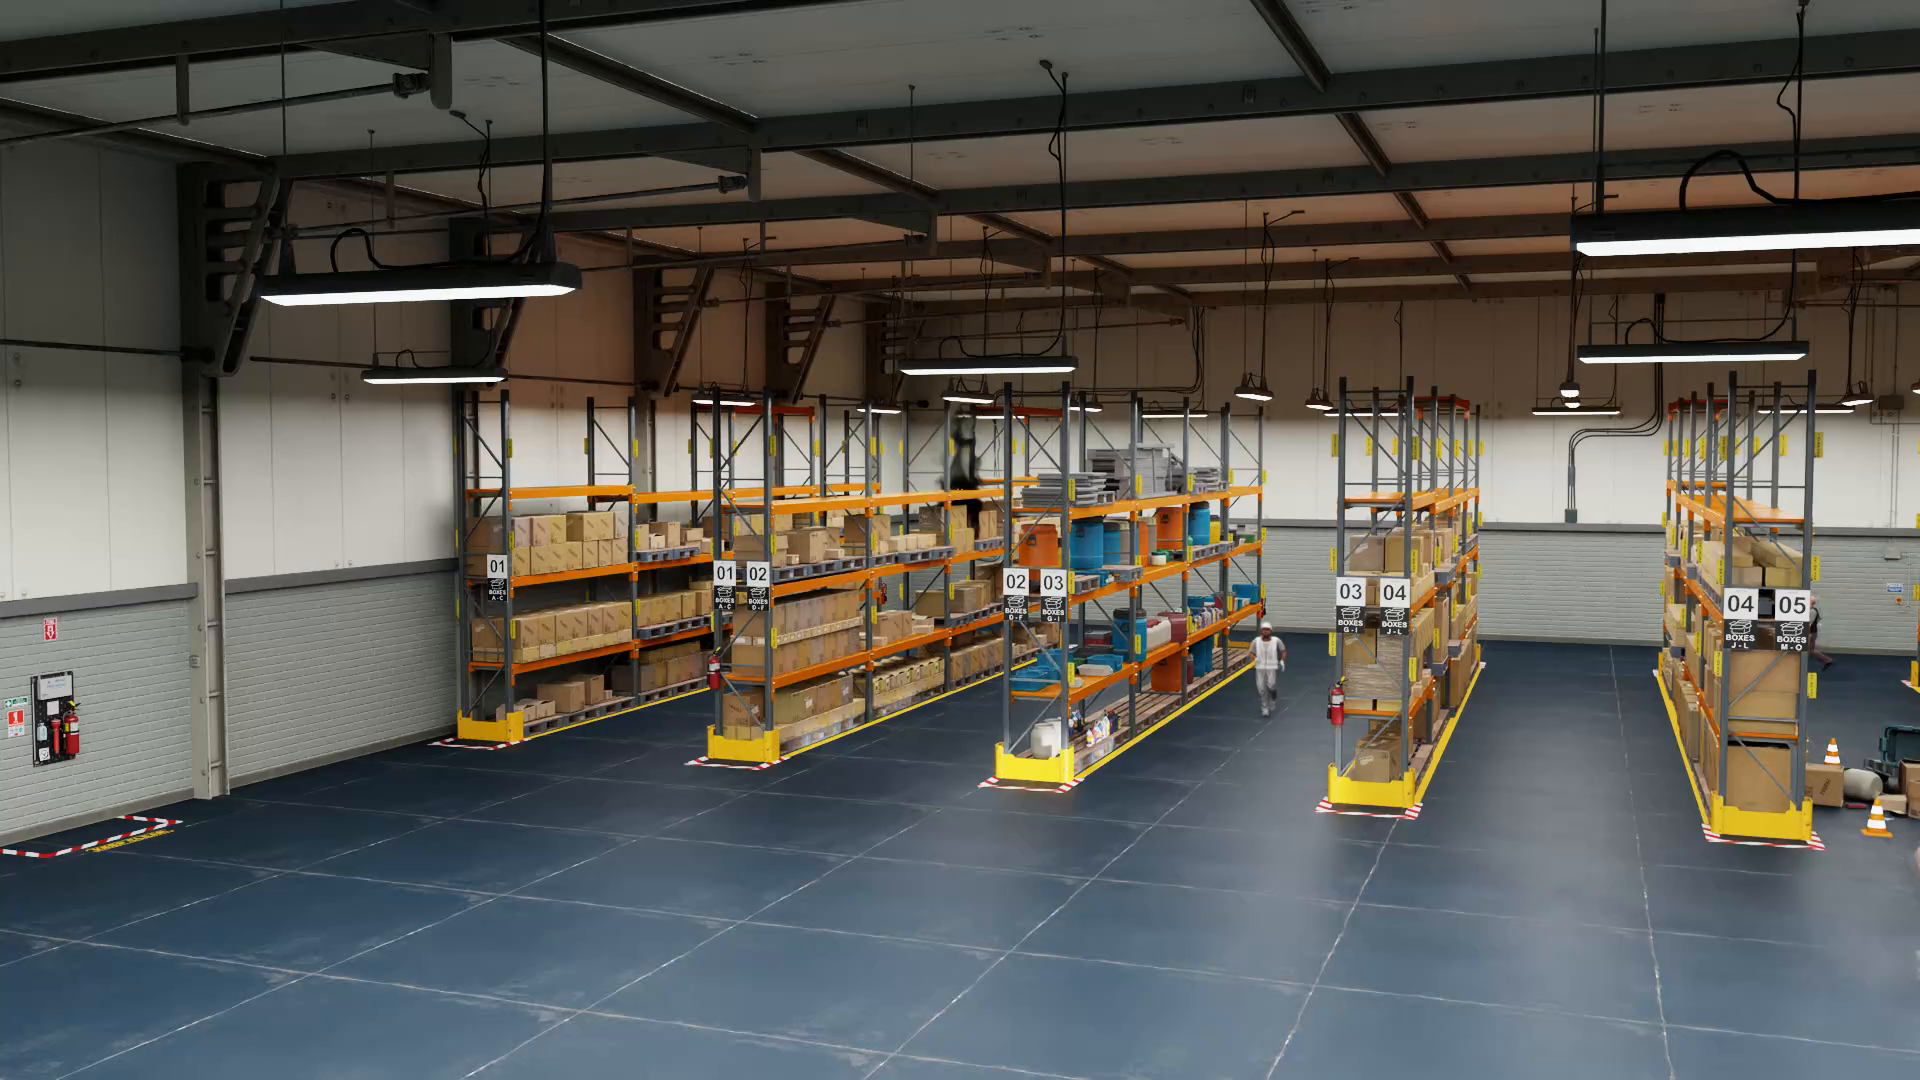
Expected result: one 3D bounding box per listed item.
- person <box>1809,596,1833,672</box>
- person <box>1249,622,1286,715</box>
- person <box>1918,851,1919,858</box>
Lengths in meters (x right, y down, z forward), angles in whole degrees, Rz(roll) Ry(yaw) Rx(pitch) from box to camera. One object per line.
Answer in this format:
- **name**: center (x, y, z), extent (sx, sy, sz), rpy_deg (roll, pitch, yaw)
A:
- **person**: center (18.865, 2.101, 36.895), extent (0.938, 1.703, 0.677), rpy_deg (1, 3, 23)
- **person**: center (5.720, 2.415, 31.042), extent (0.673, 1.739, 0.602), rpy_deg (1, 3, 17)
- **person**: center (9.235, 3.267, 15.248), extent (0.641, 1.817, 0.735), rpy_deg (-2, 4, -38)
